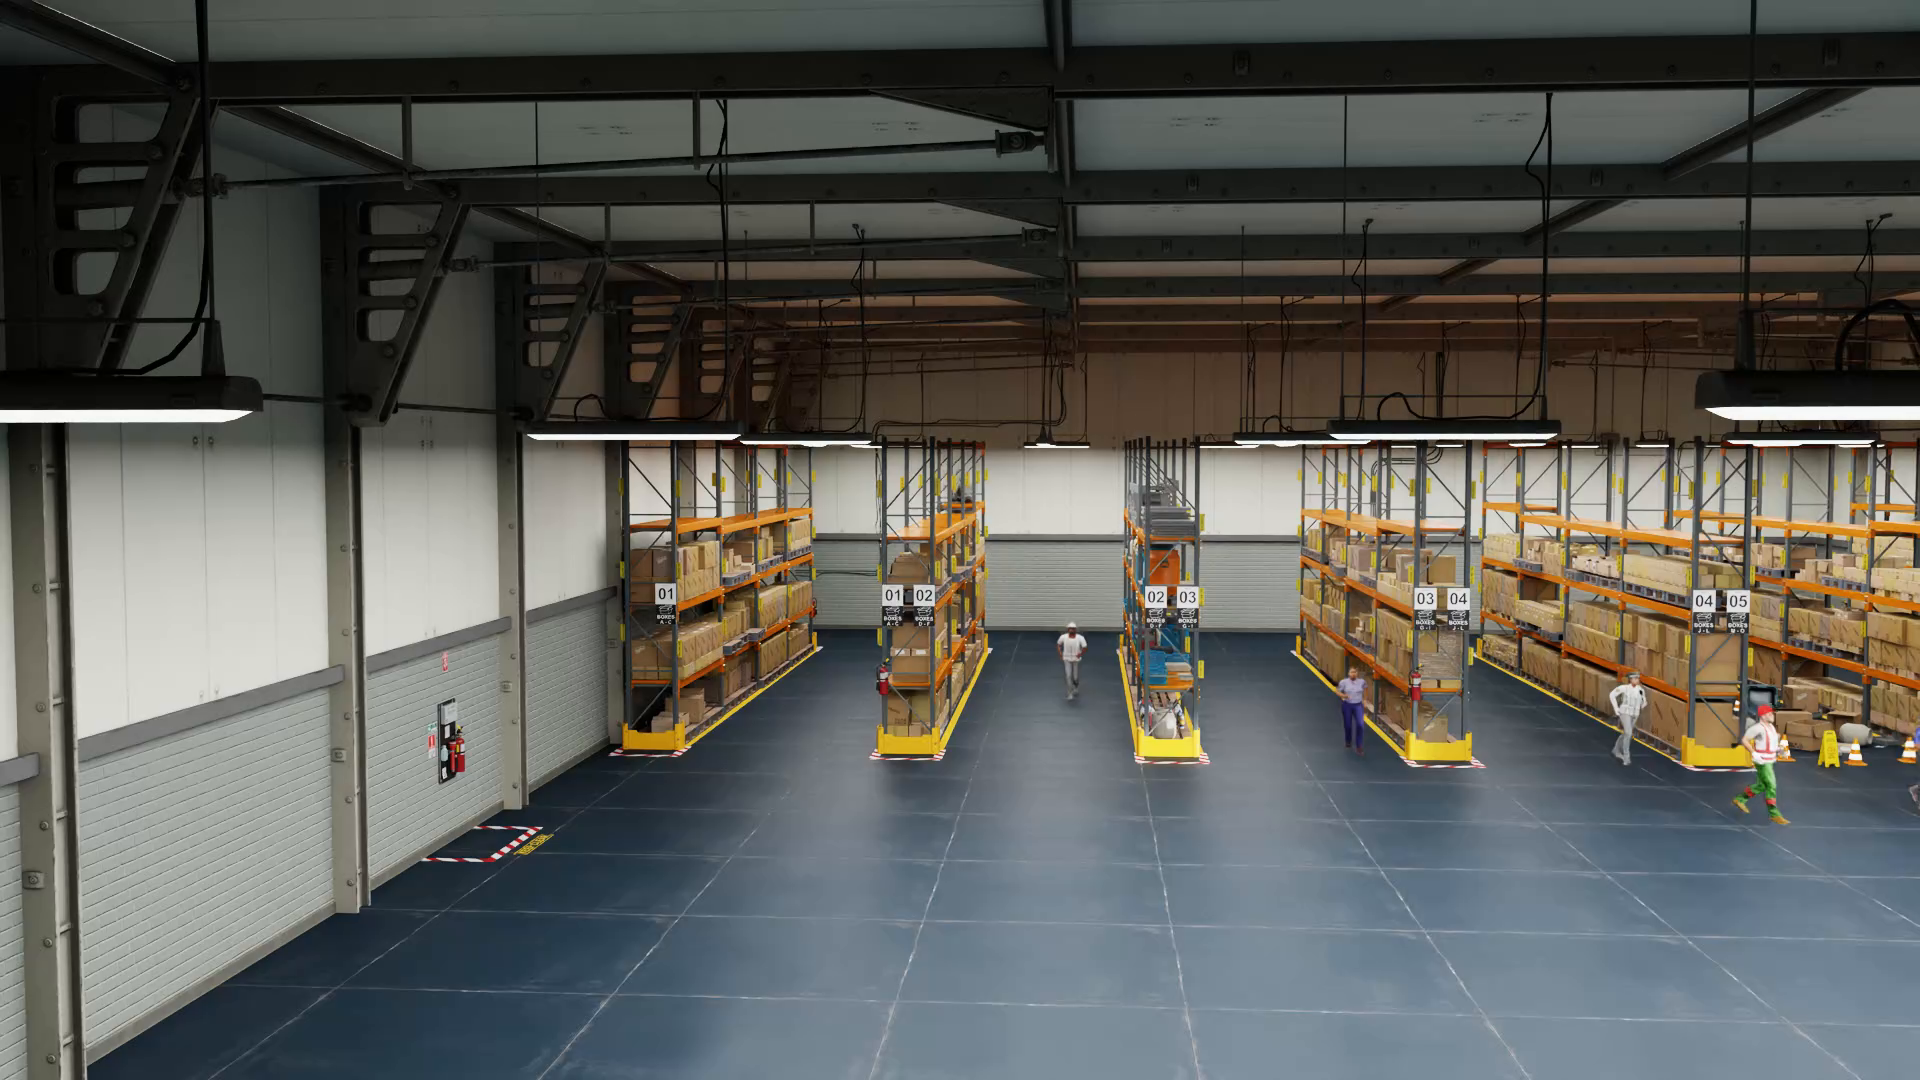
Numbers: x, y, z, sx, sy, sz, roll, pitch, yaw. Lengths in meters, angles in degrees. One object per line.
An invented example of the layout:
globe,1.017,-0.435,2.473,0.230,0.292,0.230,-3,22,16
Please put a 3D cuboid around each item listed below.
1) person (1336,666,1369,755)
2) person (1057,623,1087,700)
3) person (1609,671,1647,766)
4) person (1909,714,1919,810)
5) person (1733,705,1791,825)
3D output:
person,7.466,3.229,31.640,0.620,1.684,0.795,1,3,10
person,2.585,2.787,38.537,0.705,1.757,0.785,0,3,6
person,12.323,3.259,30.631,0.621,1.733,0.769,-1,3,-14
person,15.359,3.503,26.399,0.572,1.606,0.578,-3,4,-40
person,12.424,3.446,25.747,0.656,1.799,0.912,-3,4,-42
